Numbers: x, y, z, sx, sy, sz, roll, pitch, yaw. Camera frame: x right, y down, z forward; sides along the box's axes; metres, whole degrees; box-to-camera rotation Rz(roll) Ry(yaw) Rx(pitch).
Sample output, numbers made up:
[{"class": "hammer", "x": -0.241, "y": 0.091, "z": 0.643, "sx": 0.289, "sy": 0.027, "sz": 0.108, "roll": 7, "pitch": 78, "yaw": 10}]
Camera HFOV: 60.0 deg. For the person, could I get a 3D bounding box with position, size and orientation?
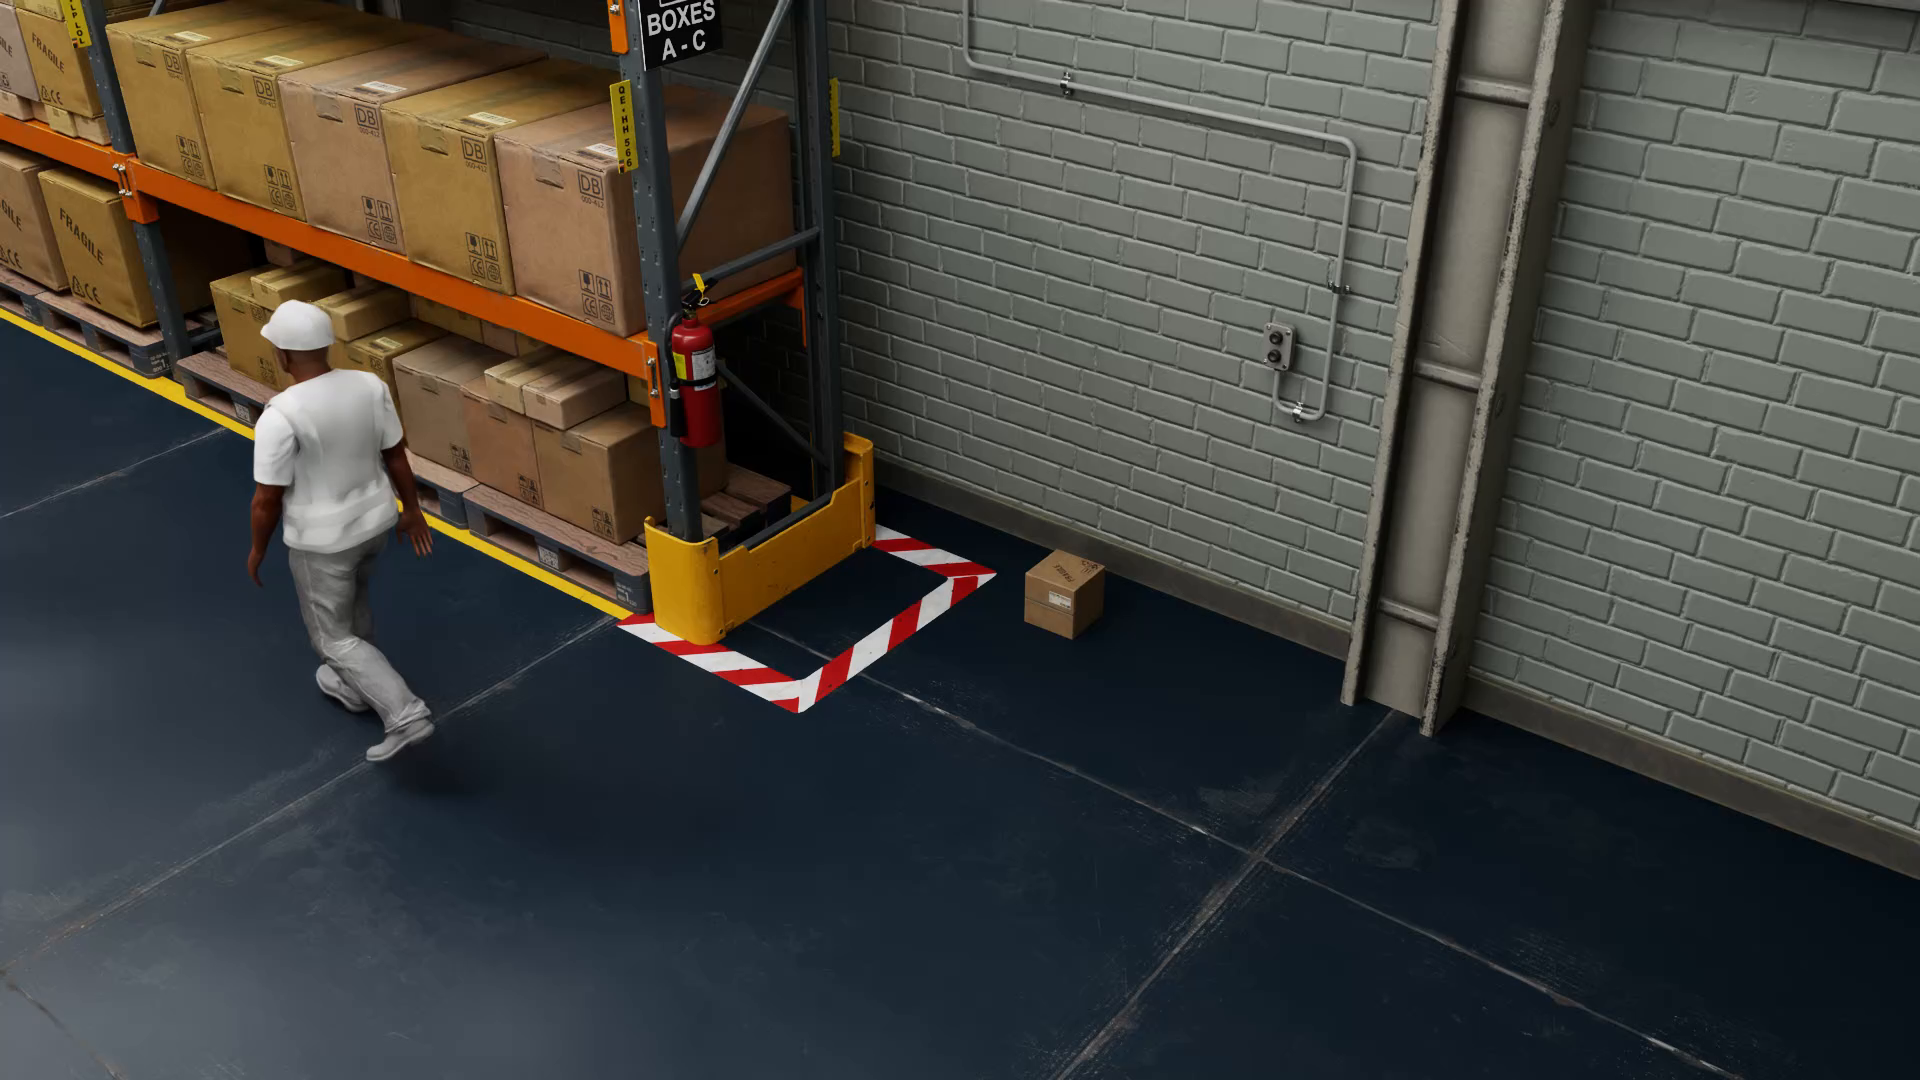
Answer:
[{"class": "person", "x": -2.251, "y": -0.020, "z": 6.150, "sx": 0.890, "sy": 1.748, "sz": 0.628, "roll": 17, "pitch": 35, "yaw": 26}]
